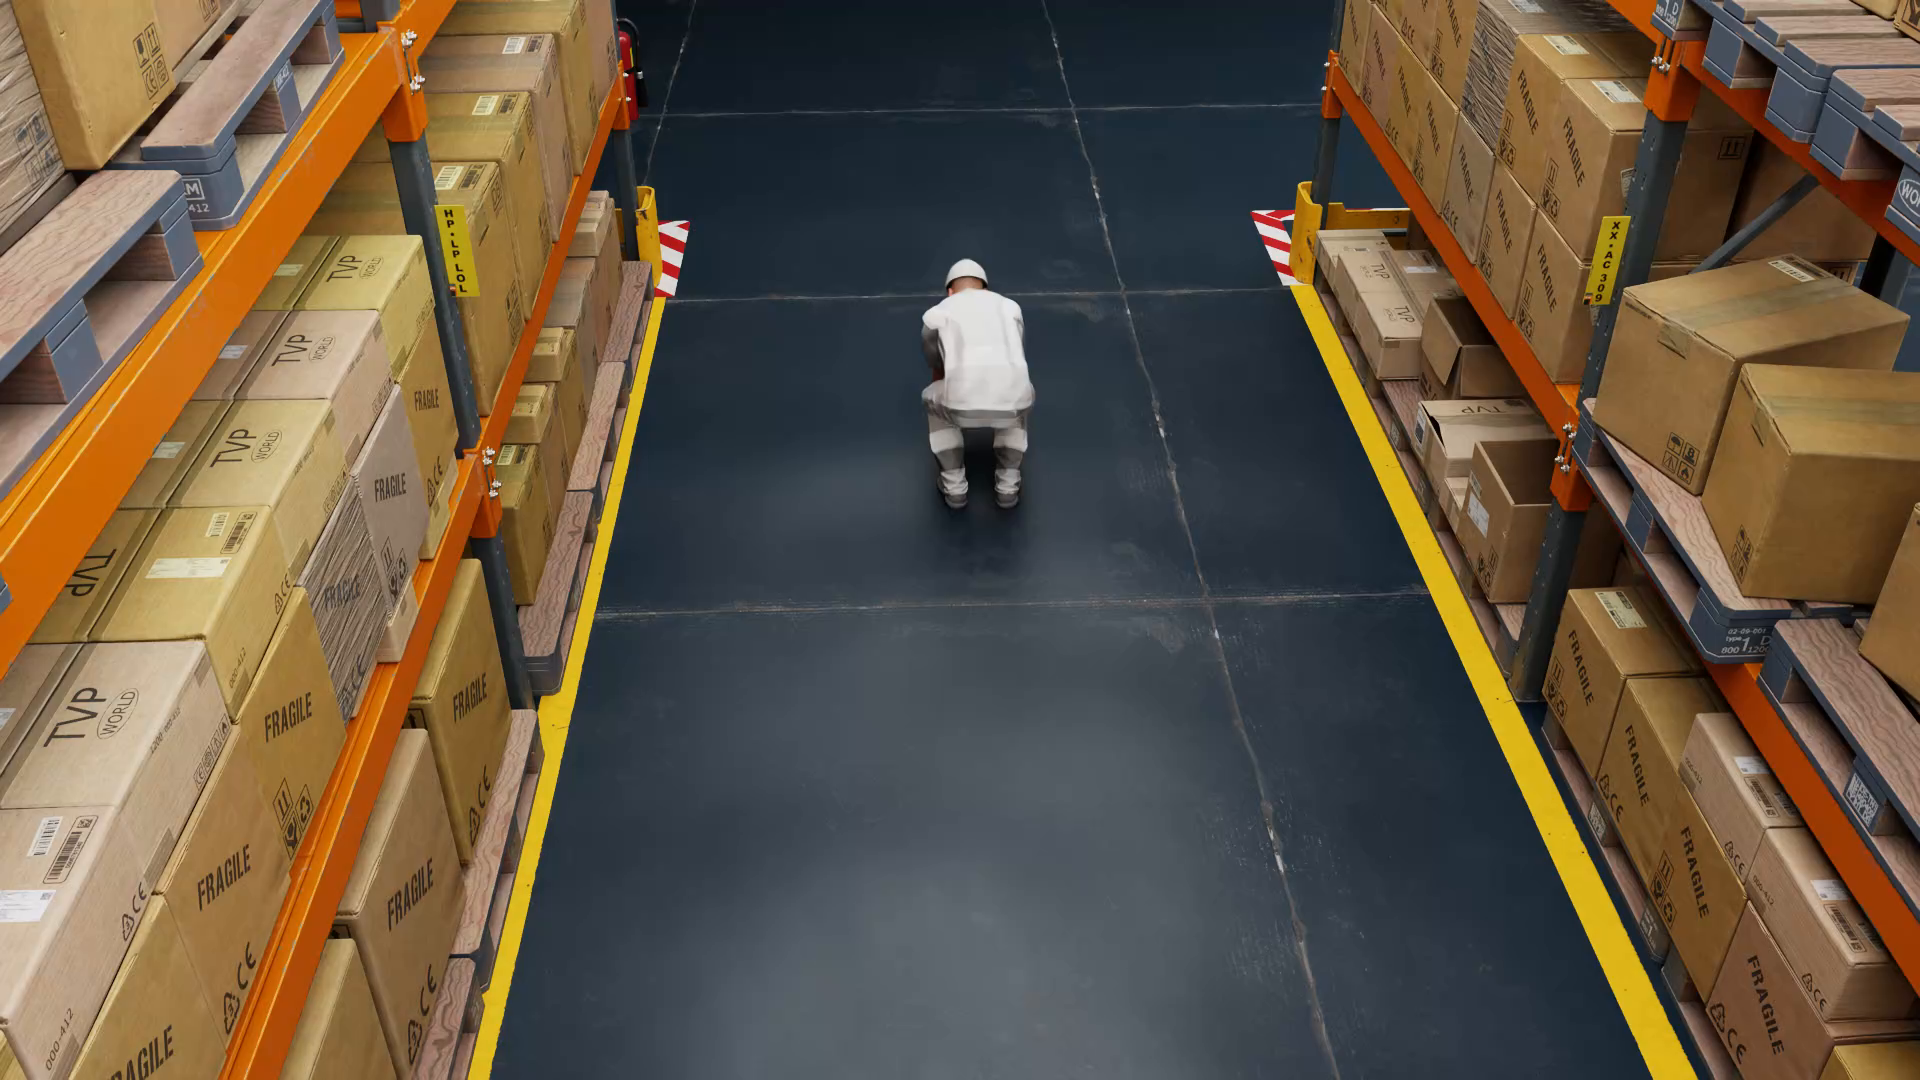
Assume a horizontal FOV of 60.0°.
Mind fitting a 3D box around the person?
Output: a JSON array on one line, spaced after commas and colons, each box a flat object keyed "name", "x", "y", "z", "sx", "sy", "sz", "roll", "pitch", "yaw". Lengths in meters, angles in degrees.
[{"name": "person", "x": 0.083, "y": -0.711, "z": 7.846, "sx": 0.533, "sy": 0.987, "sz": 0.935, "roll": -3, "pitch": 35, "yaw": -4}]
